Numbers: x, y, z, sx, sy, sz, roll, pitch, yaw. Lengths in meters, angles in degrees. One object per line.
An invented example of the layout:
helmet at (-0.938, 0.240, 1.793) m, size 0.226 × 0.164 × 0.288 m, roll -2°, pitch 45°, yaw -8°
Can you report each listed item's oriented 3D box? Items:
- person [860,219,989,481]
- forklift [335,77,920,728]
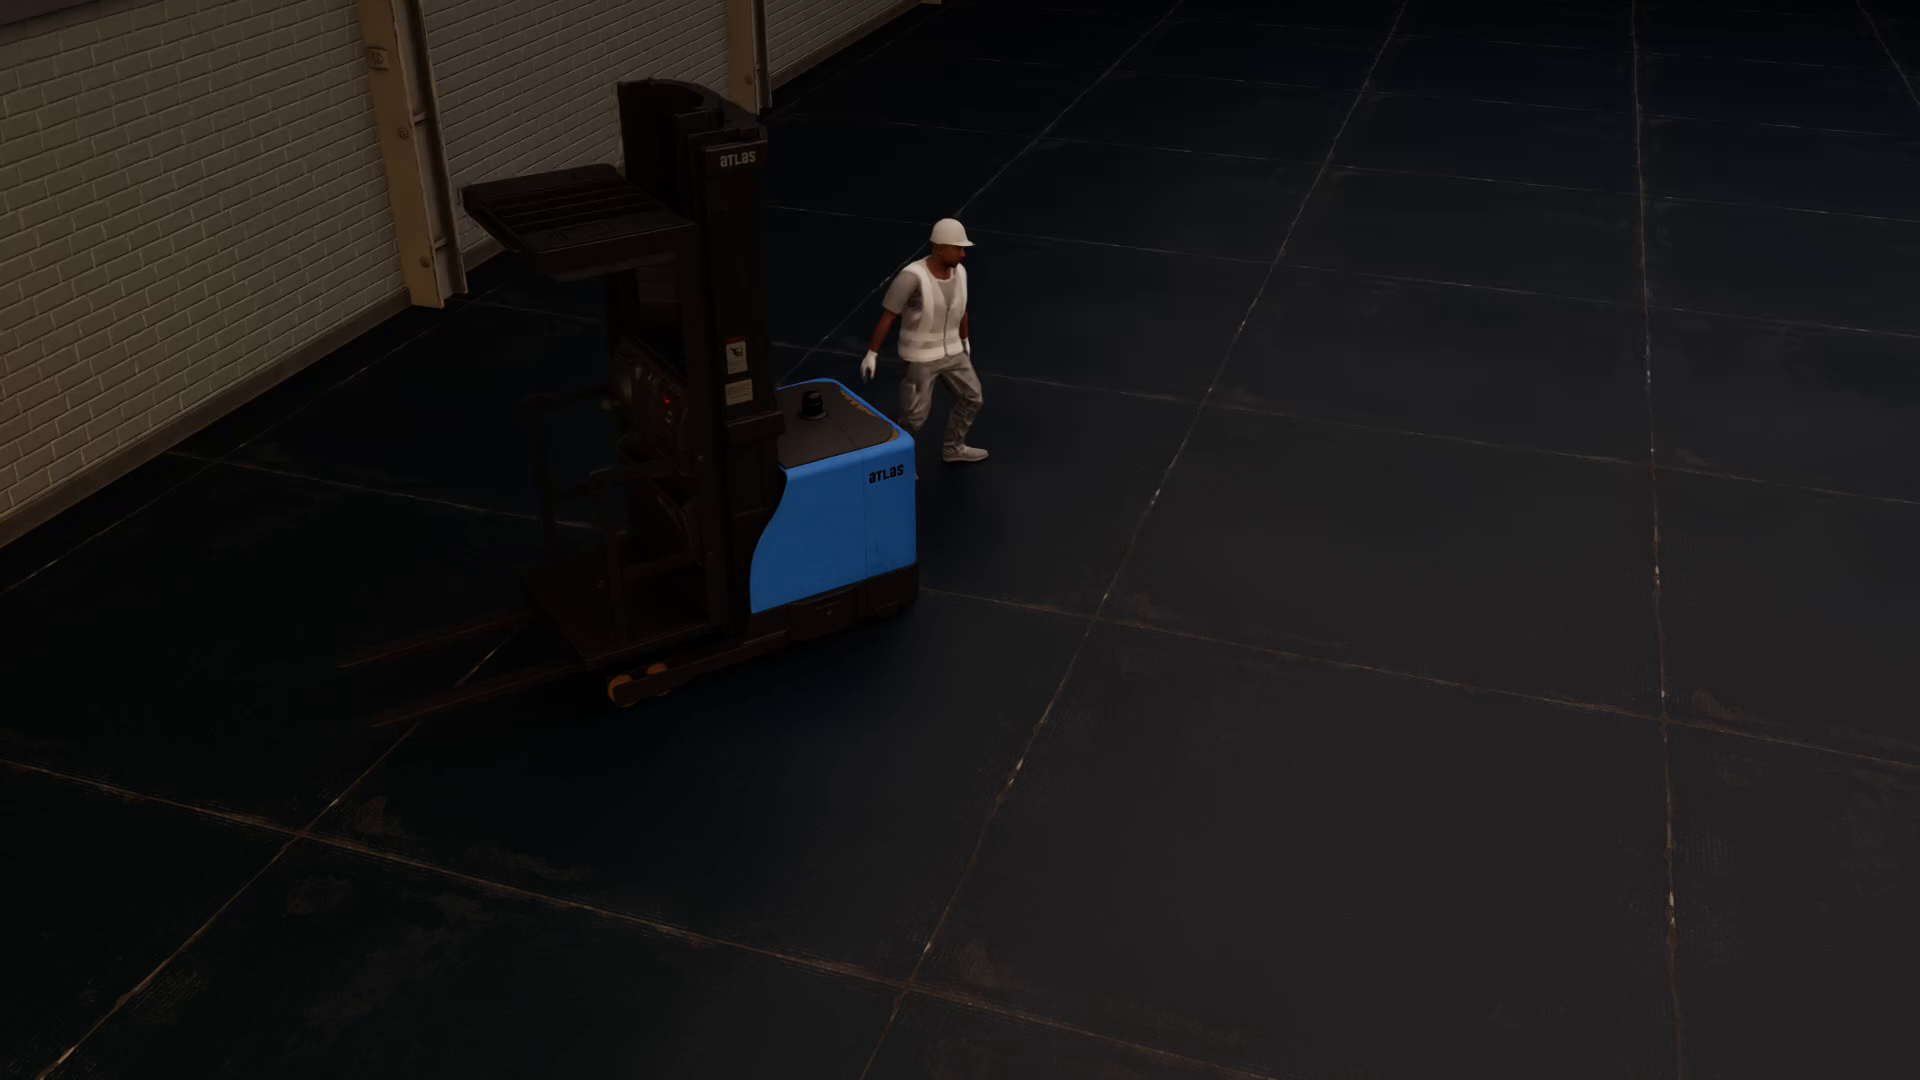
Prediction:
person at (-0.219, -1.168, 10.458) m, size 0.907 × 1.753 × 0.484 m, roll -21°, pitch 36°, yaw -32°
forklift at (-1.752, -0.708, 8.379) m, size 3.031 × 2.935 × 1.130 m, roll -17°, pitch 34°, yaw -27°
